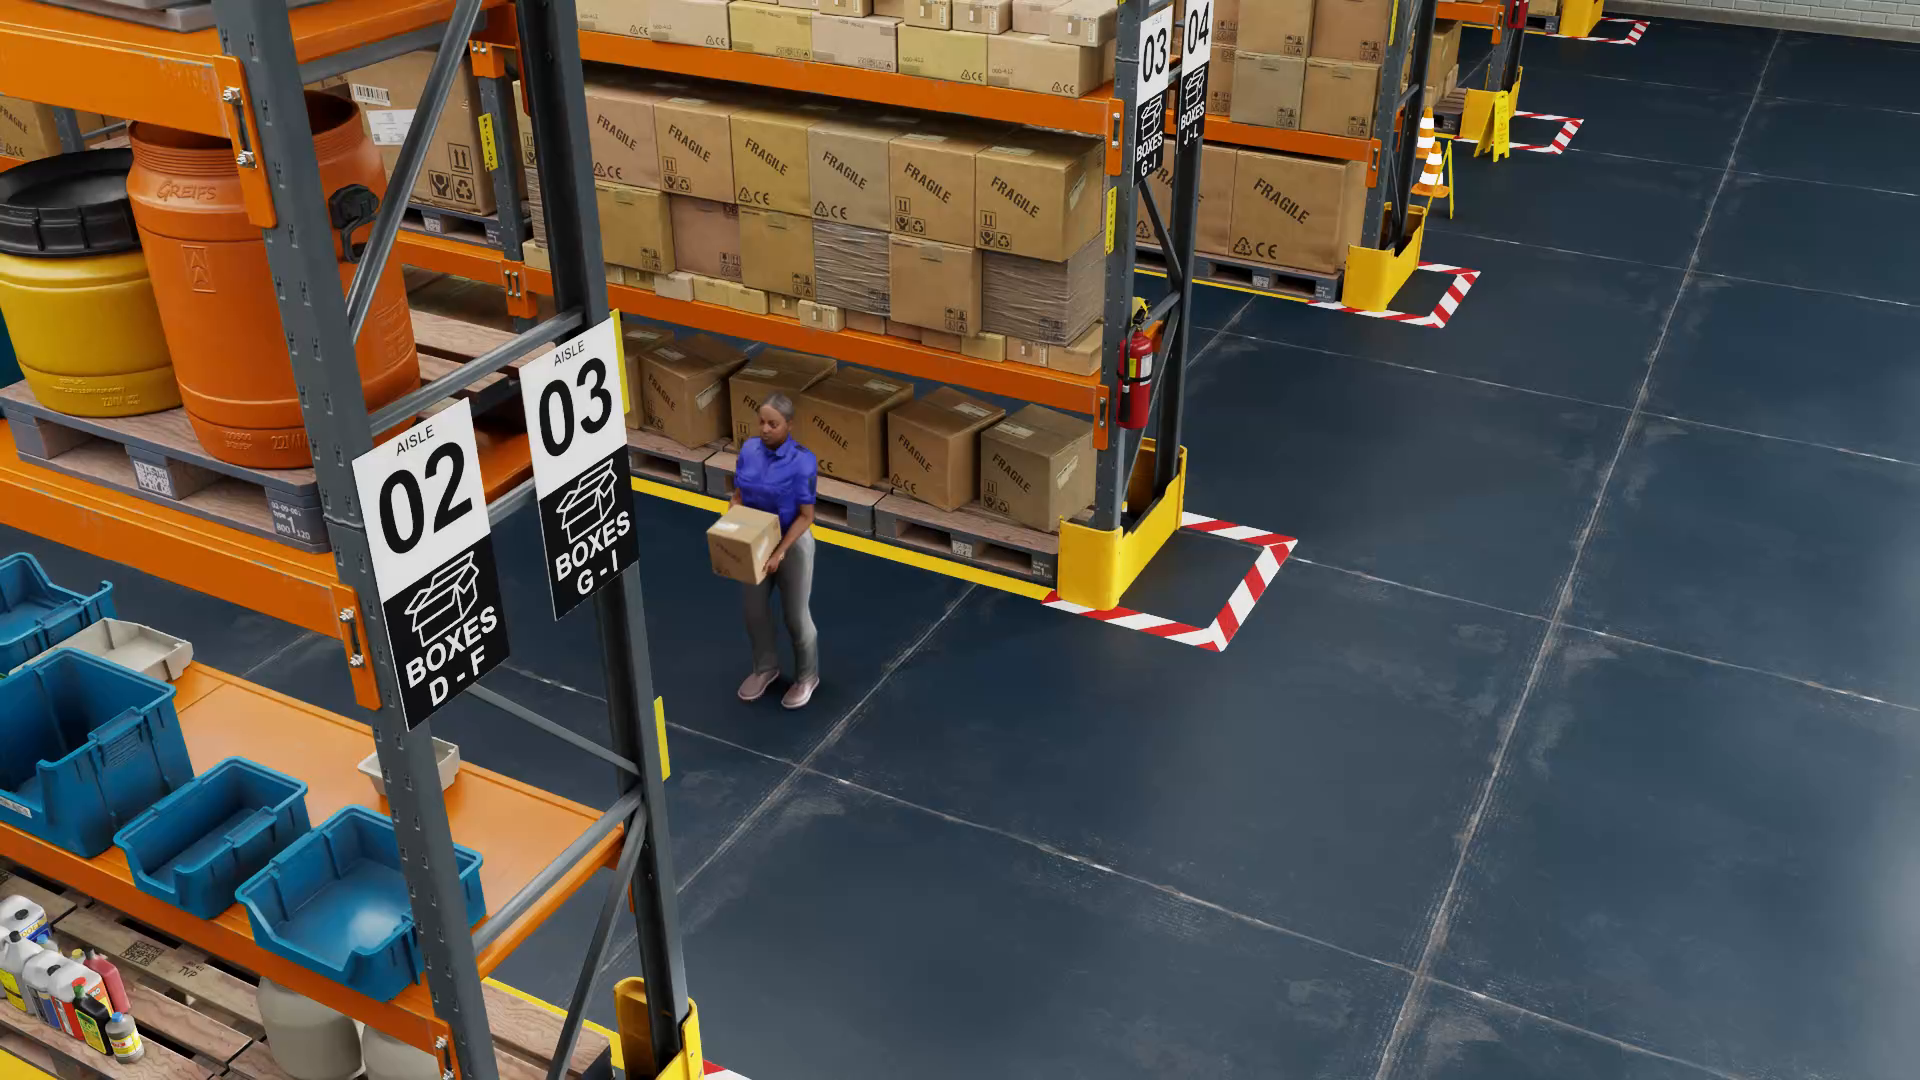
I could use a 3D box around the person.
[{"bbox_3d":[-0.939,0.083,8.149,0.460,1.653,0.500,14,33,23],"label":"person"}]
